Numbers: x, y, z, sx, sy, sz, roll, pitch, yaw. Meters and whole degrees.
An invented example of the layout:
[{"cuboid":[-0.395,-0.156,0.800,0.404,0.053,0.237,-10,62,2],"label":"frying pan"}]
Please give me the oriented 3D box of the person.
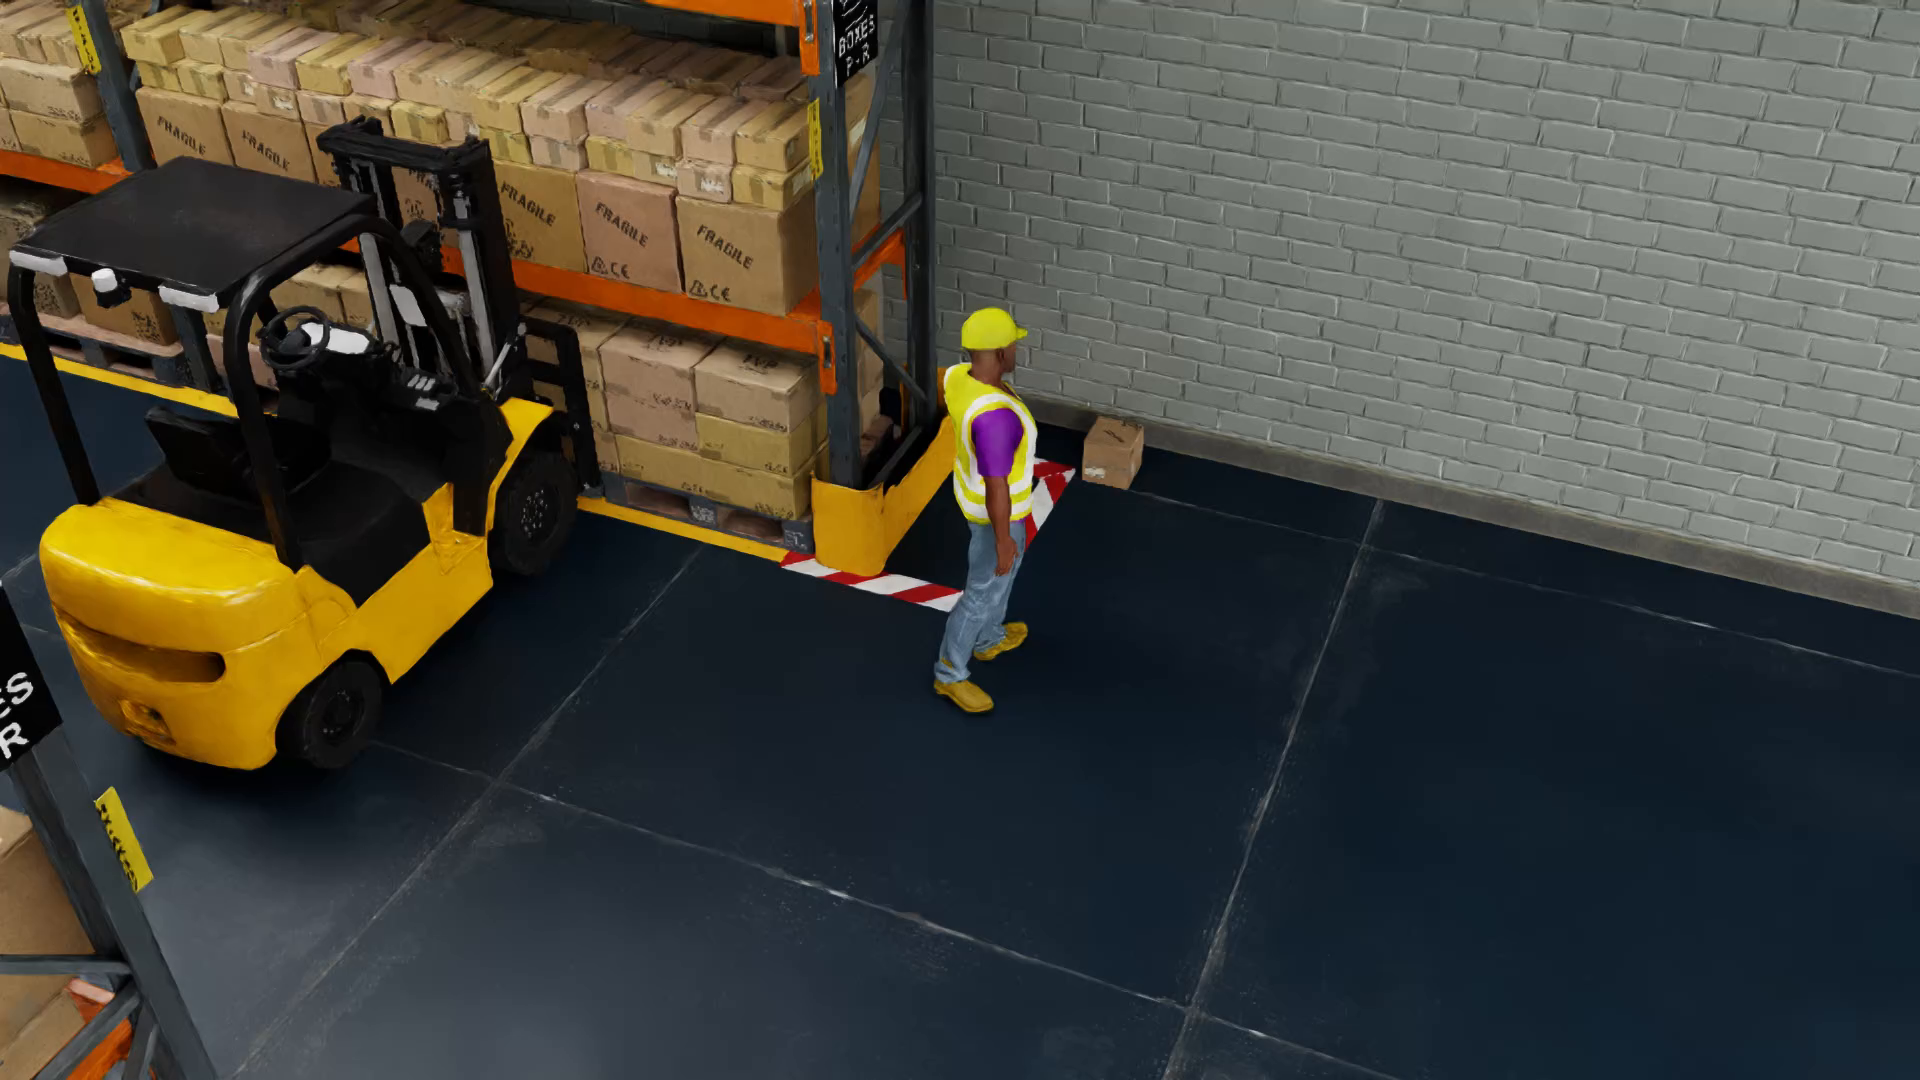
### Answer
[{"cuboid":[0.103,-0.130,6.983,0.504,1.749,0.696,-7,38,-9],"label":"person"}]
